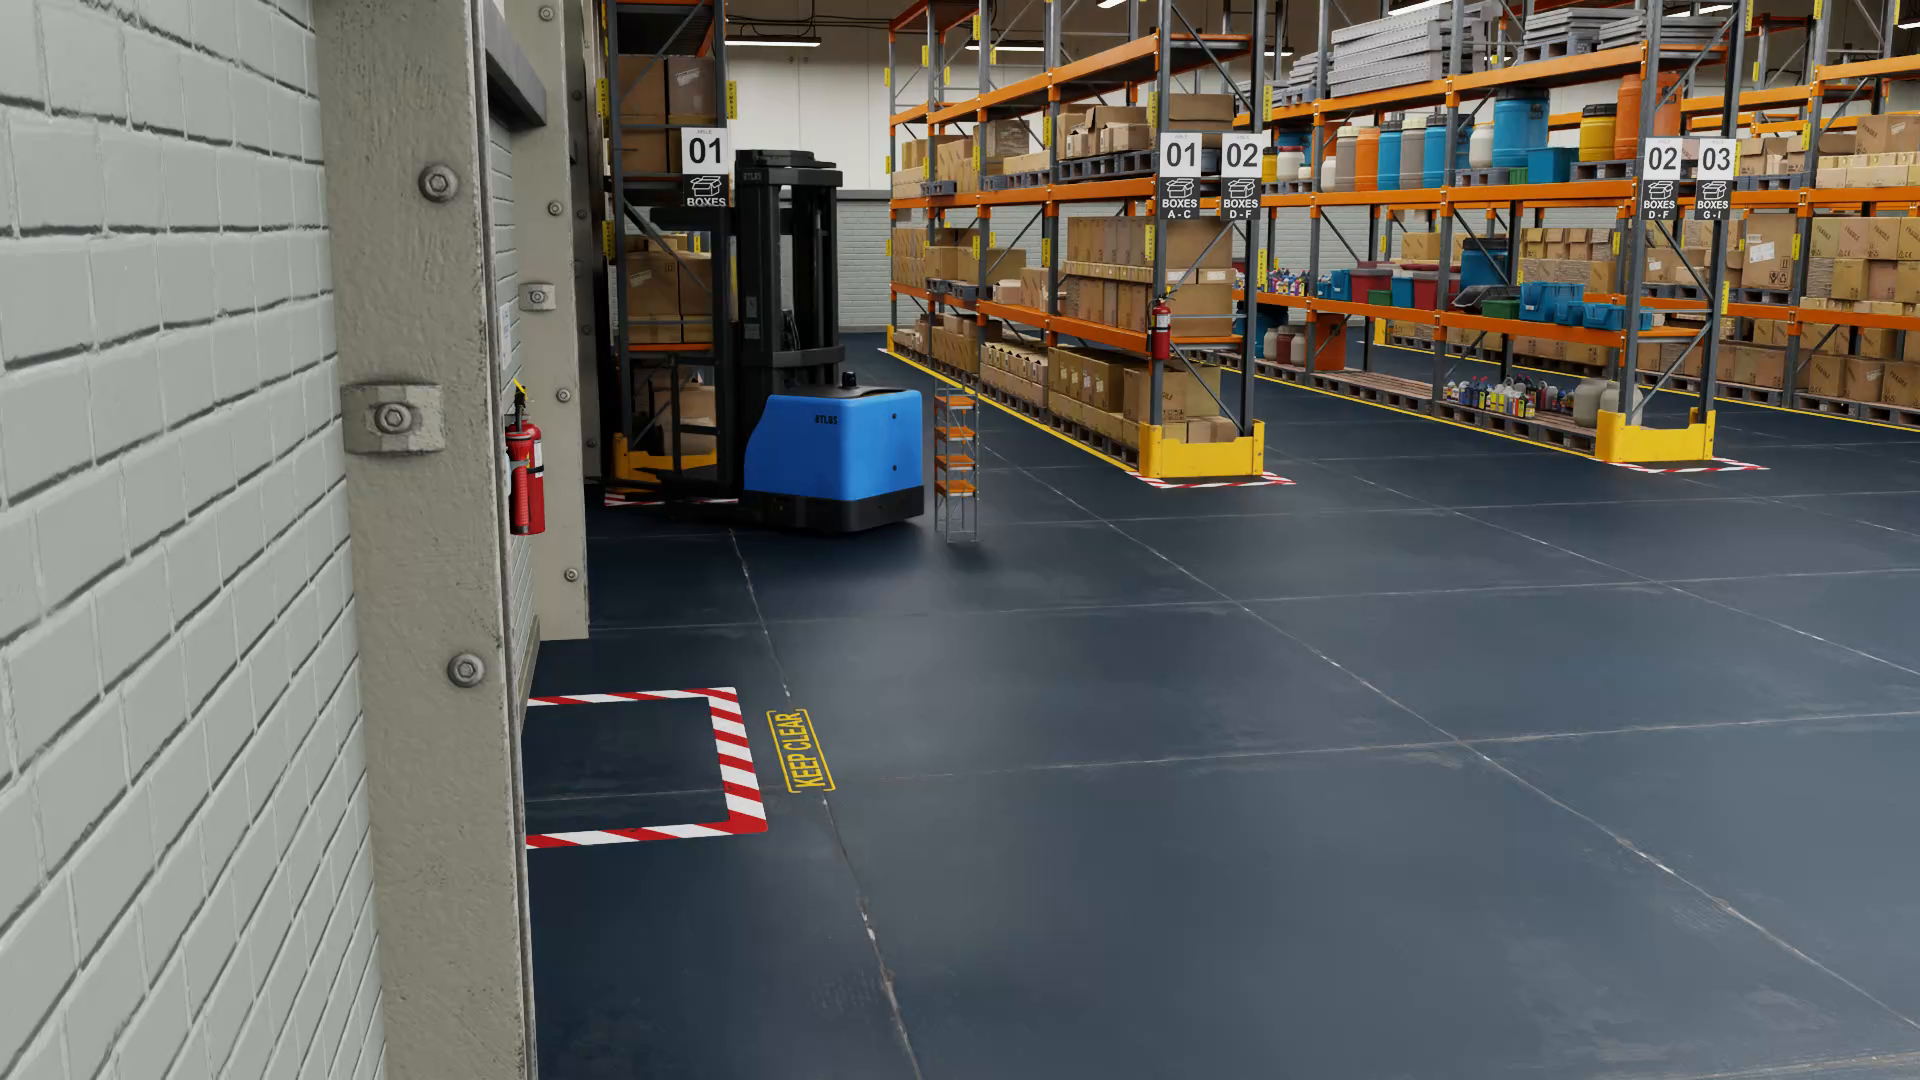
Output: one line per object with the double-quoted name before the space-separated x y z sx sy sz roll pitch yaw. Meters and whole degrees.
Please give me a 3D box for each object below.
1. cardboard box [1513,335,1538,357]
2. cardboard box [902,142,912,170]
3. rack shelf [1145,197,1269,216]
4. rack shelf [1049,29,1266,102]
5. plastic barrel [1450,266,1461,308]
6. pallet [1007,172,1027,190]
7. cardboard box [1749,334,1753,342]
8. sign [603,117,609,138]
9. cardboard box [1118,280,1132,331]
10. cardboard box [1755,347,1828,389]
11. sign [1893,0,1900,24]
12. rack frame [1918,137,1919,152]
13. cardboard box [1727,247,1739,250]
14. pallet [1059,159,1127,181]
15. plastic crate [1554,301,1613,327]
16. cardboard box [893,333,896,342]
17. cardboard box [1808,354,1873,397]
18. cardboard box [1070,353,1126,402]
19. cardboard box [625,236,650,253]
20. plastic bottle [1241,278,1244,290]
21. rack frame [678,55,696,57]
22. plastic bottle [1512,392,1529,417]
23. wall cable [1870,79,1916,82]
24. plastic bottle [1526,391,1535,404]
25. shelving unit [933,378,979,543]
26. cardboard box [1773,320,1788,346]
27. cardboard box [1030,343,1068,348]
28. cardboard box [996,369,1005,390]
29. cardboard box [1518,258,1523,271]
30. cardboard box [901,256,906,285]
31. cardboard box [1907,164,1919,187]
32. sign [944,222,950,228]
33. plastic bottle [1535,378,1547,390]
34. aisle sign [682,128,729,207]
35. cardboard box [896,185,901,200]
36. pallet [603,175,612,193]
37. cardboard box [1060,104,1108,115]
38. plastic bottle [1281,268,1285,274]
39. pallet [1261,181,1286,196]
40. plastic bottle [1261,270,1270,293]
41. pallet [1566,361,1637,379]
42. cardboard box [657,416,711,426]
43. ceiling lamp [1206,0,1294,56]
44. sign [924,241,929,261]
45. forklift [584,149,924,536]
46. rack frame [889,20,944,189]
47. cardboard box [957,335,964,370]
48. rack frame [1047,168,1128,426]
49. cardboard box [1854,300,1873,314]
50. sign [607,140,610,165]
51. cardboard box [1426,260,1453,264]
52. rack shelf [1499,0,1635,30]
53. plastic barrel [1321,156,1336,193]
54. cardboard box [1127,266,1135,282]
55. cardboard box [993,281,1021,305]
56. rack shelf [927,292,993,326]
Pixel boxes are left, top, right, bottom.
"cardboard box" 10.022 -3.558 27.929 1.225 0.875 0.875 -3 11 -13
"cardboard box" -0.663 -6.876 29.836 0.700 0.500 0.500 -2 11 -11
"rack shelf" 4.456 -5.983 30.012 1.077 0.370 4.000 -2 11 -11
"rack shelf" 1.930 -4.880 17.262 1.077 0.370 4.000 -2 11 -11
"plastic barrel" 6.430 -3.279 21.540 0.433 0.535 0.433 0 11 0
"pallet" 1.203 -4.638 21.524 1.003 0.211 1.213 -2 11 -8
"cardboard box" 14.832 -3.723 30.734 0.380 0.149 0.250 -3 11 -13
"sign" -3.861 -4.569 18.221 0.100 0.325 0.005 -2 11 -11
"cardboard box" 2.043 -2.439 17.219 0.700 0.500 0.500 -2 11 -11
"cardboard box" 11.161 -2.311 22.323 0.700 0.500 0.500 -3 11 -15
"sign" 11.795 -6.670 20.965 0.100 0.325 0.005 -2 11 -11
"rack frame" 15.366 -7.052 25.679 1.000 3.000 0.127 -2 11 -11
"cardboard box" 14.217 -5.112 30.469 0.500 0.500 0.500 -2 11 -11
"pallet" 1.732 -4.124 18.557 1.003 0.211 1.213 -2 11 -11
"plastic crate" 6.667 -2.423 17.800 0.499 0.251 0.408 -2 11 -11
"cardboard box" -1.048 -3.777 30.965 0.380 0.149 0.250 -2 11 -11
"cardboard box" 11.298 -2.113 21.336 0.500 0.500 0.500 -2 11 -13
"cardboard box" 1.519 -1.794 18.323 0.500 0.500 0.500 -2 11 -11
"cardboard box" -4.438 -4.050 22.829 0.500 0.250 0.500 -2 11 -9
"plastic bottle" 4.647 -4.193 27.234 0.097 0.201 0.097 0 11 0
"rack frame" -3.317 -5.616 18.135 1.000 3.000 0.127 -2 11 -11
"plastic bottle" 6.369 -1.542 18.882 0.152 0.276 0.135 -2 11 -11
"wall cable" 23.672 -12.713 40.546 2.988 3.039 0.133 -2 11 -11
"plastic bottle" 6.474 -1.549 18.902 0.061 0.283 0.133 -2 11 -11
"shelving unit" -0.032 -0.620 12.744 0.258 1.200 0.503 -2 11 -11
"cardboard box" 14.576 -3.574 29.016 0.500 0.500 0.500 -2 11 -8
"cardboard box" 1.214 -2.532 22.708 0.500 0.311 0.500 -2 11 -12
"cardboard box" 0.783 -2.145 22.173 0.500 0.250 0.500 -2 11 -13
"cardboard box" 9.646 -4.540 28.259 0.500 0.500 0.500 -2 11 -11
"cardboard box" -0.765 -4.822 29.741 0.500 0.500 0.500 -2 11 -11
"cardboard box" 11.400 -4.232 19.290 0.500 0.250 0.500 -2 11 -12
"sign" -0.245 -5.791 31.158 0.100 0.325 0.005 -2 11 -11
"plastic bottle" 6.909 -1.742 19.734 0.144 0.351 0.185 -2 11 -11
"aisle sign" -2.231 -3.210 14.586 0.394 0.787 0.004 -2 11 -11
"cardboard box" -0.858 -6.255 29.915 0.500 0.250 0.500 -2 11 -11
"pallet" -4.273 -4.899 22.898 1.213 0.211 1.003 -2 11 -8
"cardboard box" 1.460 -4.939 19.872 0.500 0.500 0.500 -2 11 -10
"plastic bottle" 5.344 -4.315 27.479 0.144 0.351 0.185 -2 11 -11
"pallet" 5.316 -5.529 26.206 1.003 0.211 1.213 -2 11 -11
"plastic bottle" 4.851 -4.096 26.325 0.144 0.351 0.185 -2 11 -11
"pallet" 10.402 -2.720 26.424 1.003 0.211 1.213 -2 11 -11
"cardboard box" -2.696 -1.065 16.285 0.500 0.311 0.500 -1 11 -6
"ceiling lamp" 6.015 -11.628 34.113 2.000 3.185 0.800 -2 11 -11
"sign" -0.546 -4.721 27.163 0.100 0.325 0.005 -2 11 -11
"forklift" -1.801 -1.658 13.571 3.031 2.935 1.130 7 13 33
"rack frame" -0.793 -7.998 30.648 1.000 3.000 0.127 -2 11 -11
"cardboard box" 0.251 -2.829 25.048 0.500 0.500 0.500 -3 11 -13
"rack frame" 1.541 -2.850 19.646 1.000 3.000 0.127 -2 11 -11
"cardboard box" 11.184 -2.851 20.327 0.380 0.149 0.250 -2 11 -11
"sign" -4.641 -5.150 22.116 0.100 0.325 0.005 -2 11 -11
"cardboard box" 9.062 -5.102 31.084 0.500 0.250 0.500 -2 11 -12
"rack shelf" 10.092 -8.536 26.512 1.077 0.370 4.000 -2 11 -11
"plastic barrel" 5.382 -5.223 23.794 0.421 0.512 0.421 0 11 0
"cardboard box" 1.909 -2.688 16.794 0.380 0.149 0.250 -2 11 -10
"cardboard box" 0.747 -3.368 22.610 0.500 0.311 0.500 -2 11 -12
"rack shelf" 0.374 -3.597 25.495 1.077 0.370 4.000 -2 11 -11
